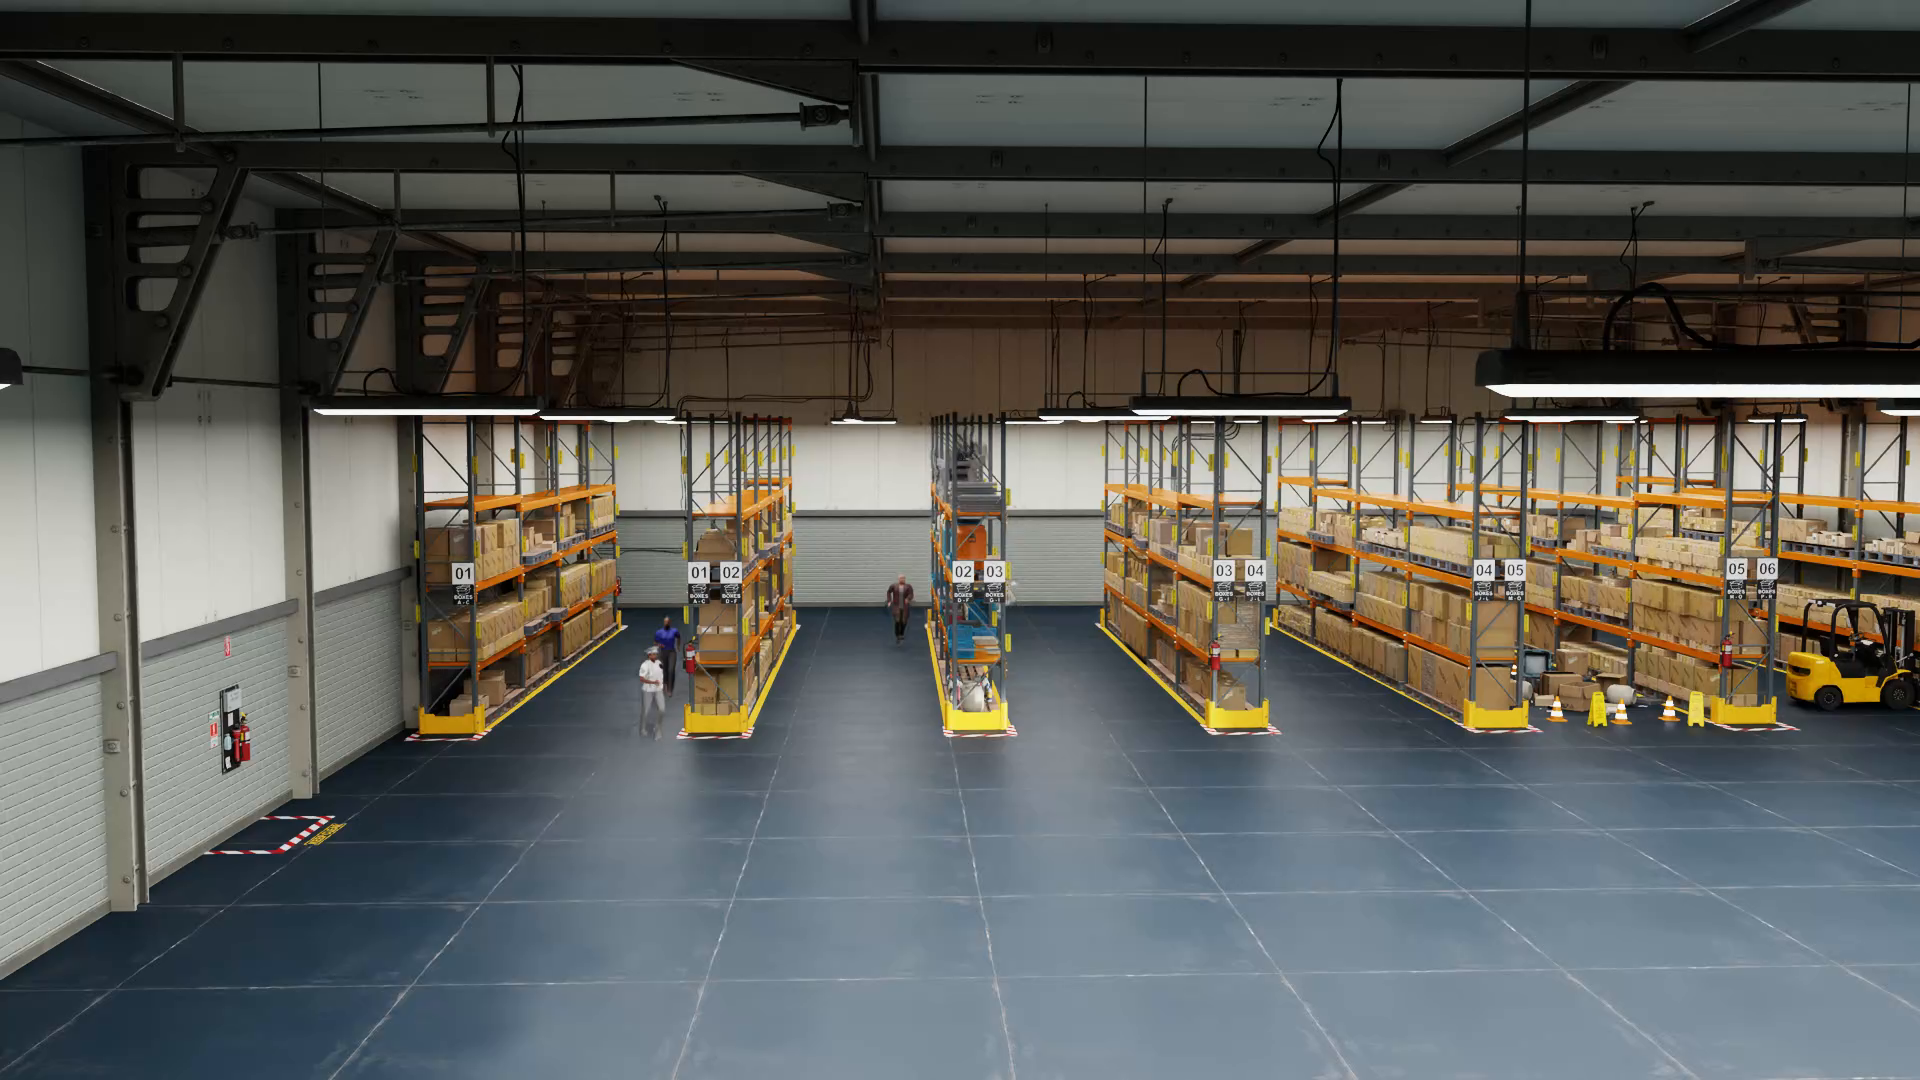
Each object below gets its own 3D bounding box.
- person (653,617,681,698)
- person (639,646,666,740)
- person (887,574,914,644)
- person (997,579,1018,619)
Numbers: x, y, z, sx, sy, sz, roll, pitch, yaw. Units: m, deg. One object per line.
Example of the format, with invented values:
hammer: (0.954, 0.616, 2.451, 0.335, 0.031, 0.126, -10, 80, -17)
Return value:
person: (-6.236, 2.469, 35.441, 0.573, 1.672, 0.932, 0, 4, -7)
person: (-5.631, 2.808, 30.559, 0.590, 1.740, 0.707, -3, 5, -35)
person: (-1.510, 1.761, 42.456, 0.678, 1.802, 0.807, -1, 4, -8)
person: (1.397, 1.498, 49.284, 0.657, 1.728, 0.707, 1, 4, 13)
